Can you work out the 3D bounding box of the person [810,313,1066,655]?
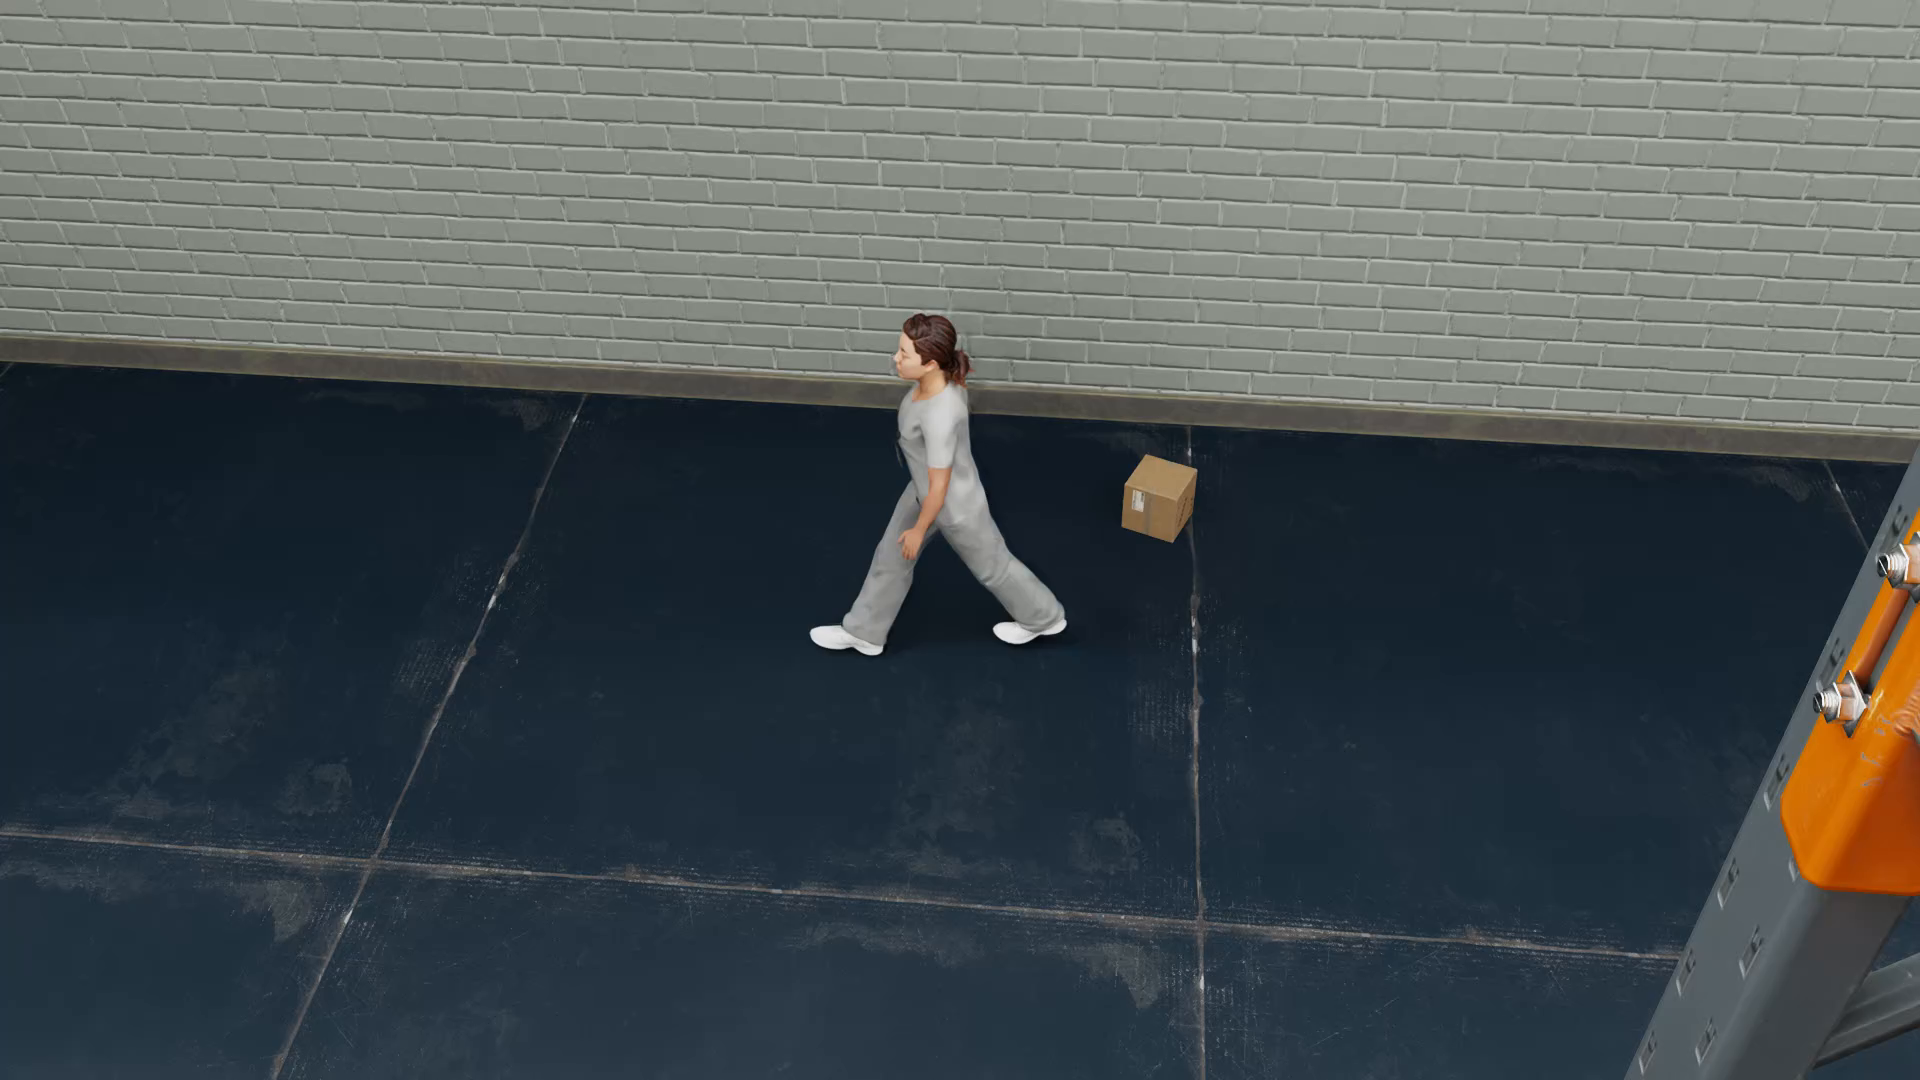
[{"bbox_3d":[-0.078,-0.160,6.362,1.056,1.607,0.467,-7,41,-8],"label":"person"}]
